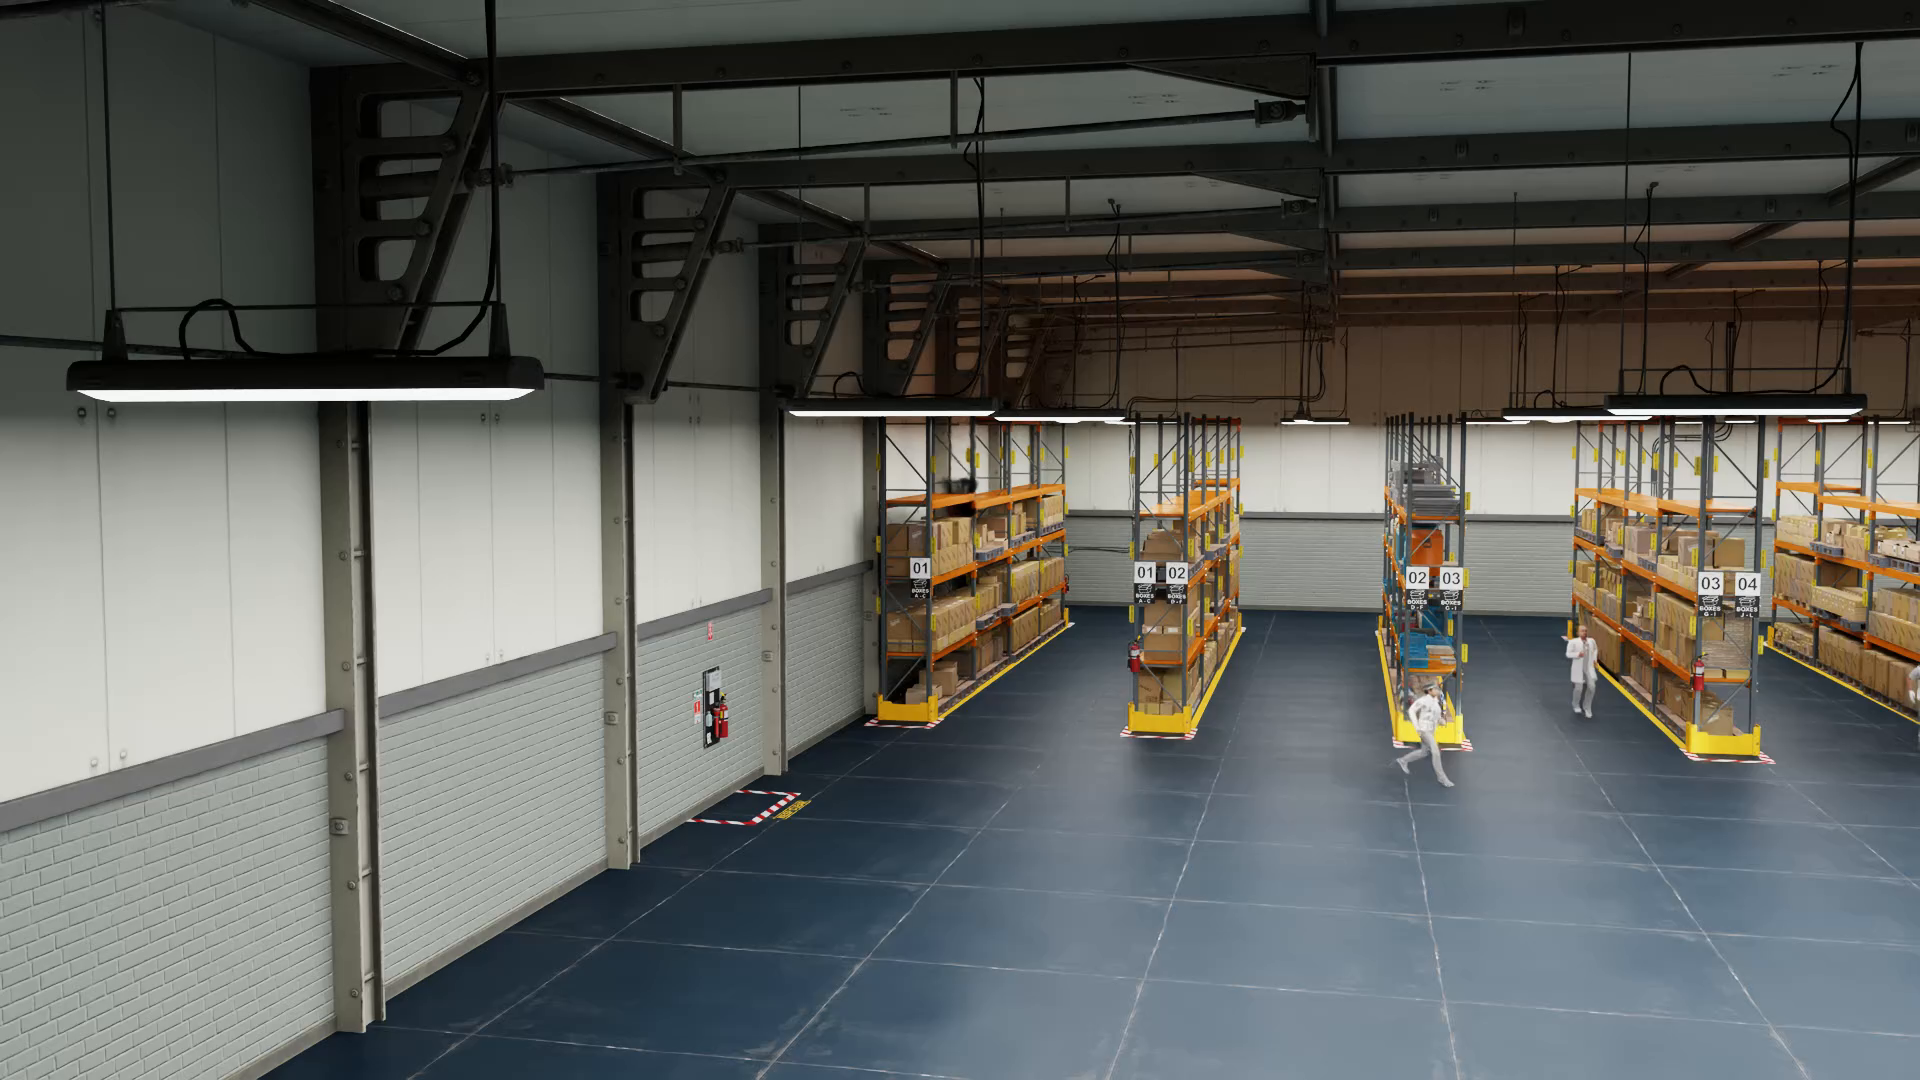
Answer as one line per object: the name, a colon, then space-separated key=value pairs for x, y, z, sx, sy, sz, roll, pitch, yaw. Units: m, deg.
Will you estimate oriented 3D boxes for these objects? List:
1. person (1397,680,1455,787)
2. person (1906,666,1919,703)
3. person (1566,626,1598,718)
person: x=7.484 y=3.075 z=26.743 sx=0.977 sy=1.693 sz=0.636 roll=3 pitch=5 yaw=42
person: x=17.127 y=2.876 z=29.371 sx=0.695 sy=1.832 sz=0.901 roll=1 pitch=4 yaw=9
person: x=12.354 y=2.609 z=32.960 sx=0.685 sy=1.826 sz=0.777 roll=0 pitch=4 yaw=4
